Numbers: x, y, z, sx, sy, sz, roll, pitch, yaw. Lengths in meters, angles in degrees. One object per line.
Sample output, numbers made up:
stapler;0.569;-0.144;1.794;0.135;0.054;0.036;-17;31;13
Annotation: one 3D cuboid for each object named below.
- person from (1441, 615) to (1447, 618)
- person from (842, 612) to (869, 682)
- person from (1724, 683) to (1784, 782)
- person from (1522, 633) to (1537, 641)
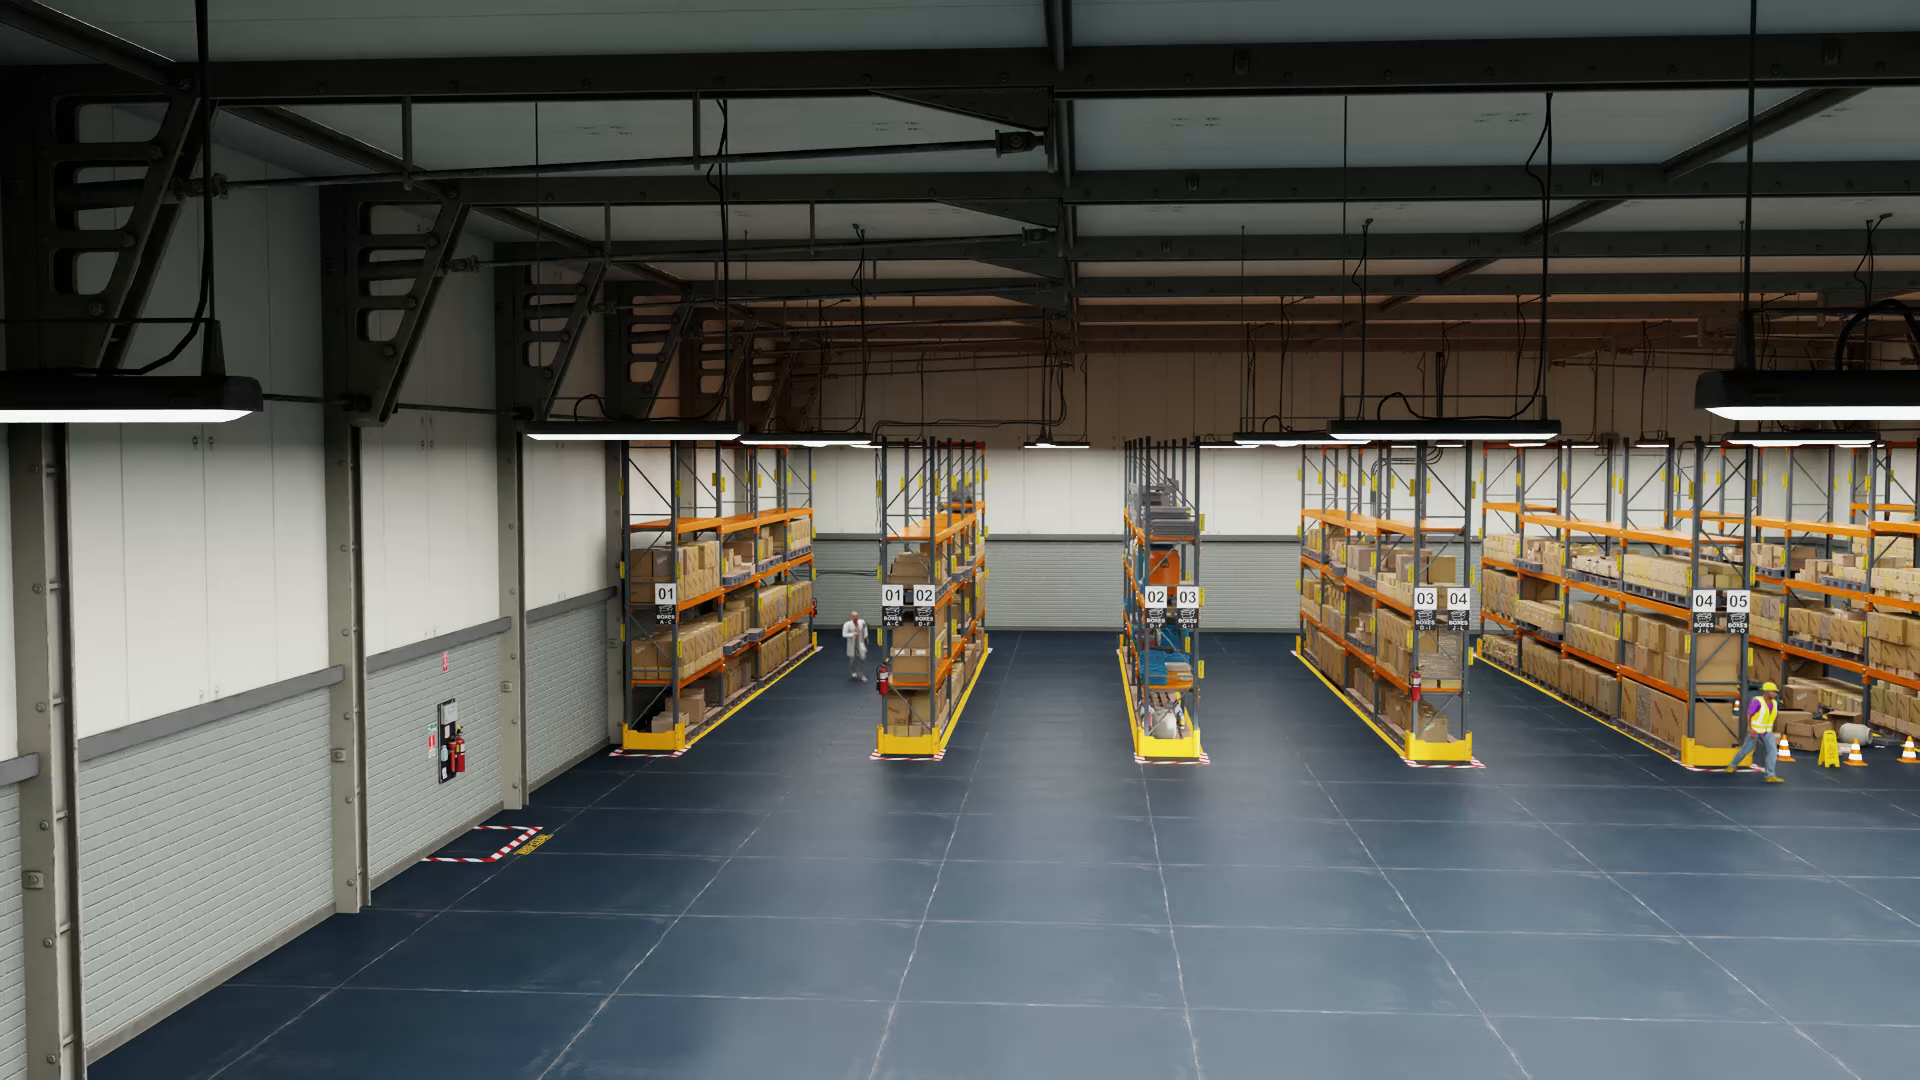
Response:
person;13.356;2.418;46.175;0.545;1.631;0.608;0;3;1
person;-2.615;2.647;41.489;0.699;1.764;0.977;-1;3;-13
person;13.843;3.313;28.891;0.697;1.713;0.995;-1;3;-19
person;16.048;2.384;47.194;0.664;1.630;0.678;-3;4;-40
